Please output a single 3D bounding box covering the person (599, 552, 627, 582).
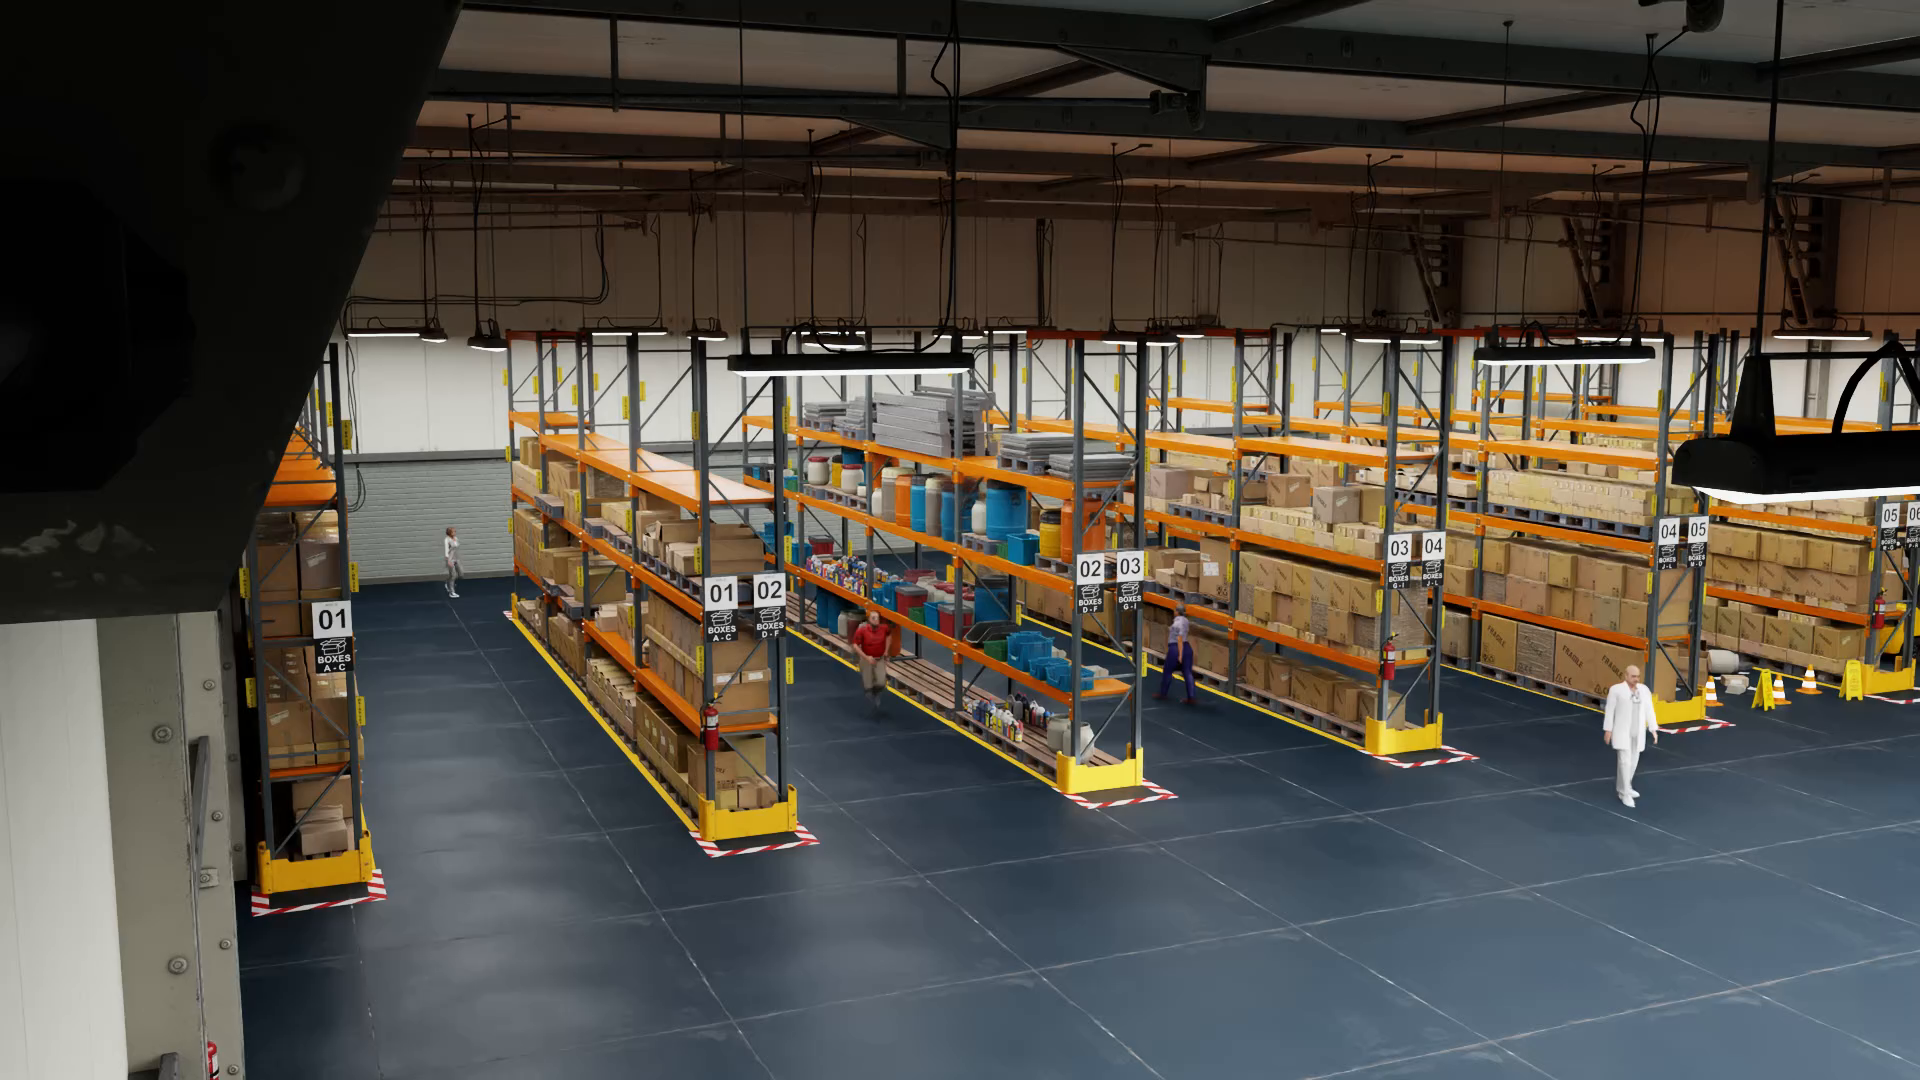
[{"bbox_3d":[-8.322,0.257,38.725,1.051,1.620,0.425,-2,8,-12],"label":"person"}]

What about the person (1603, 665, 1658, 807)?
[{"bbox_3d":[8.736,2.534,21.662,0.649,1.828,0.649,-1,8,-5],"label":"person"}]

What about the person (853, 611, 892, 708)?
[{"bbox_3d":[-1.374,1.876,26.171,0.671,1.596,0.737,-2,8,-12],"label":"person"}]

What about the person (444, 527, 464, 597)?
[{"bbox_3d":[-11.359,0.482,37.108,0.451,1.589,0.428,3,8,19],"label":"person"}]

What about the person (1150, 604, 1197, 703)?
[{"bbox_3d":[3.578,1.830,27.201,0.488,1.604,0.835,-6,10,-36],"label":"person"}]
